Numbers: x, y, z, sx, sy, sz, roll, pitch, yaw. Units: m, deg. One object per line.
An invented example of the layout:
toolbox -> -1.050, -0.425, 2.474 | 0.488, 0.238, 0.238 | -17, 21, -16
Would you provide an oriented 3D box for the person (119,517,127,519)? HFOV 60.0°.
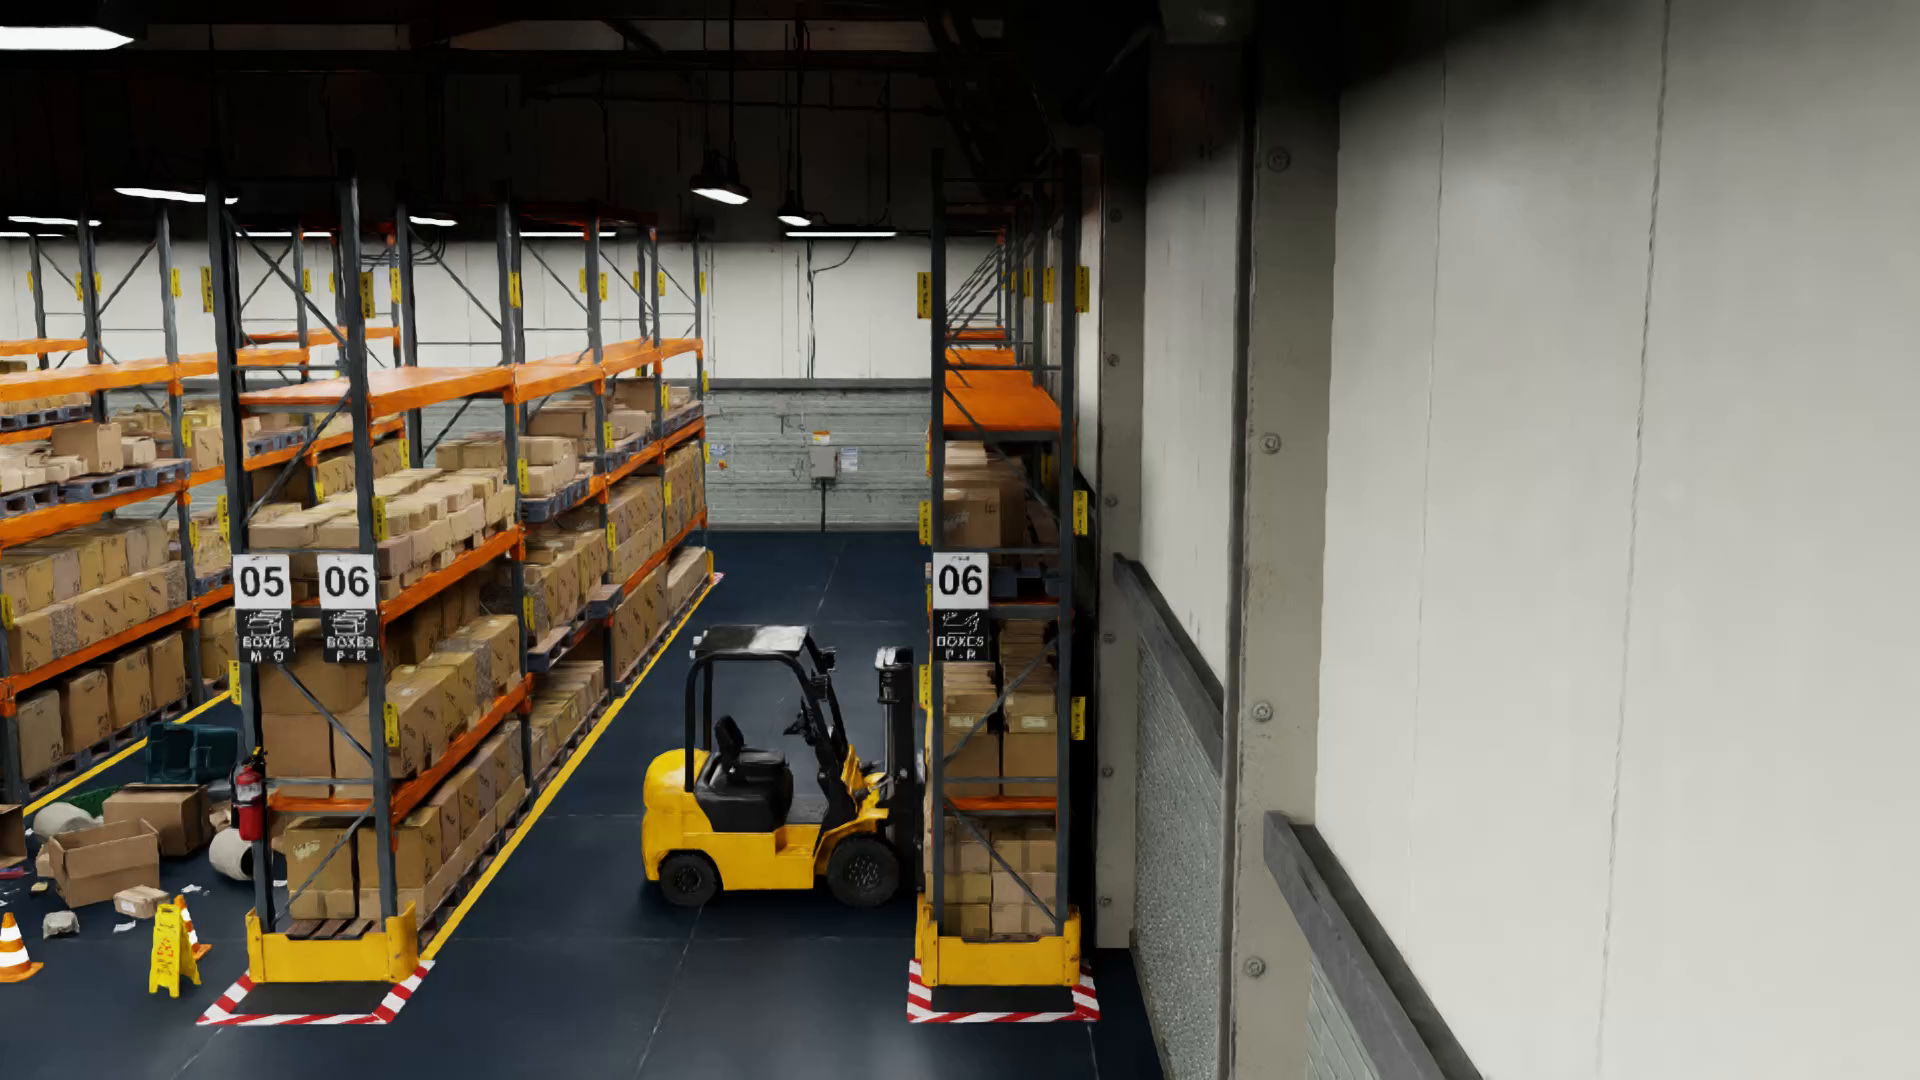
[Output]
person -> -11.688, 0.557, 23.292 | 0.642, 1.771, 0.691 | 3, 10, 20
